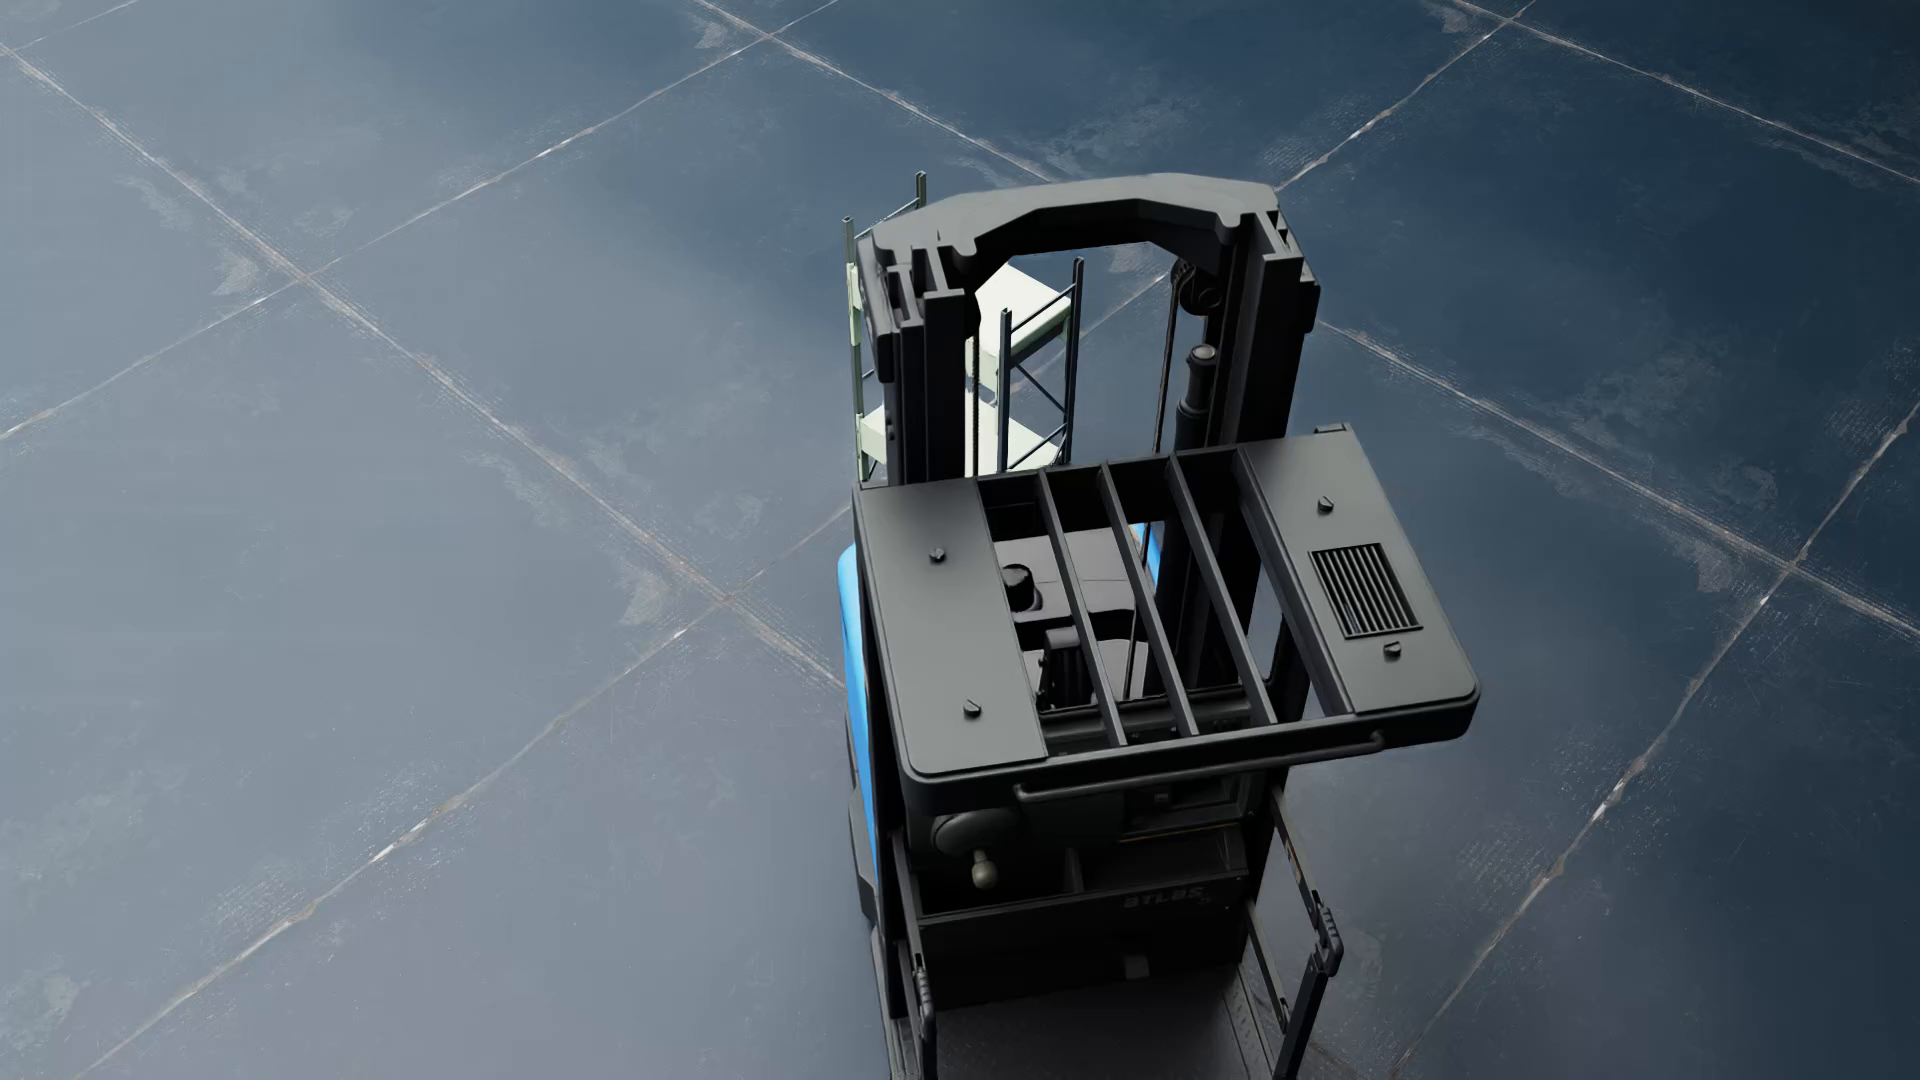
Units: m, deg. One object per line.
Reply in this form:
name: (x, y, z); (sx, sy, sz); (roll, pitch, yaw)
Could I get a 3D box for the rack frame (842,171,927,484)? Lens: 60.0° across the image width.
rack frame: (-0.264, -0.691, 6.370); (0.023, 1.500, 0.400); (34, 55, 28)

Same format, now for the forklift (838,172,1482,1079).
forklift: (0.361, 0.737, 4.048); (1.130, 2.935, 3.031); (-7, 47, -7)

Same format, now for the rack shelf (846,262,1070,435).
rack shelf: (0.005, -0.777, 5.916); (0.720, 0.370, 0.431); (34, 55, 28)

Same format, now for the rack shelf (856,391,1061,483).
rack shelf: (0.005, -0.287, 6.438); (0.720, 0.370, 0.431); (34, 55, 28)

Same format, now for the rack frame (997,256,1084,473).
rack frame: (0.274, -0.329, 6.030); (0.023, 1.500, 0.400); (34, 55, 28)

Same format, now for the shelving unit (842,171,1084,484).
shelving unit: (0.005, -0.510, 6.200); (0.755, 1.500, 0.431); (34, 55, 28)
